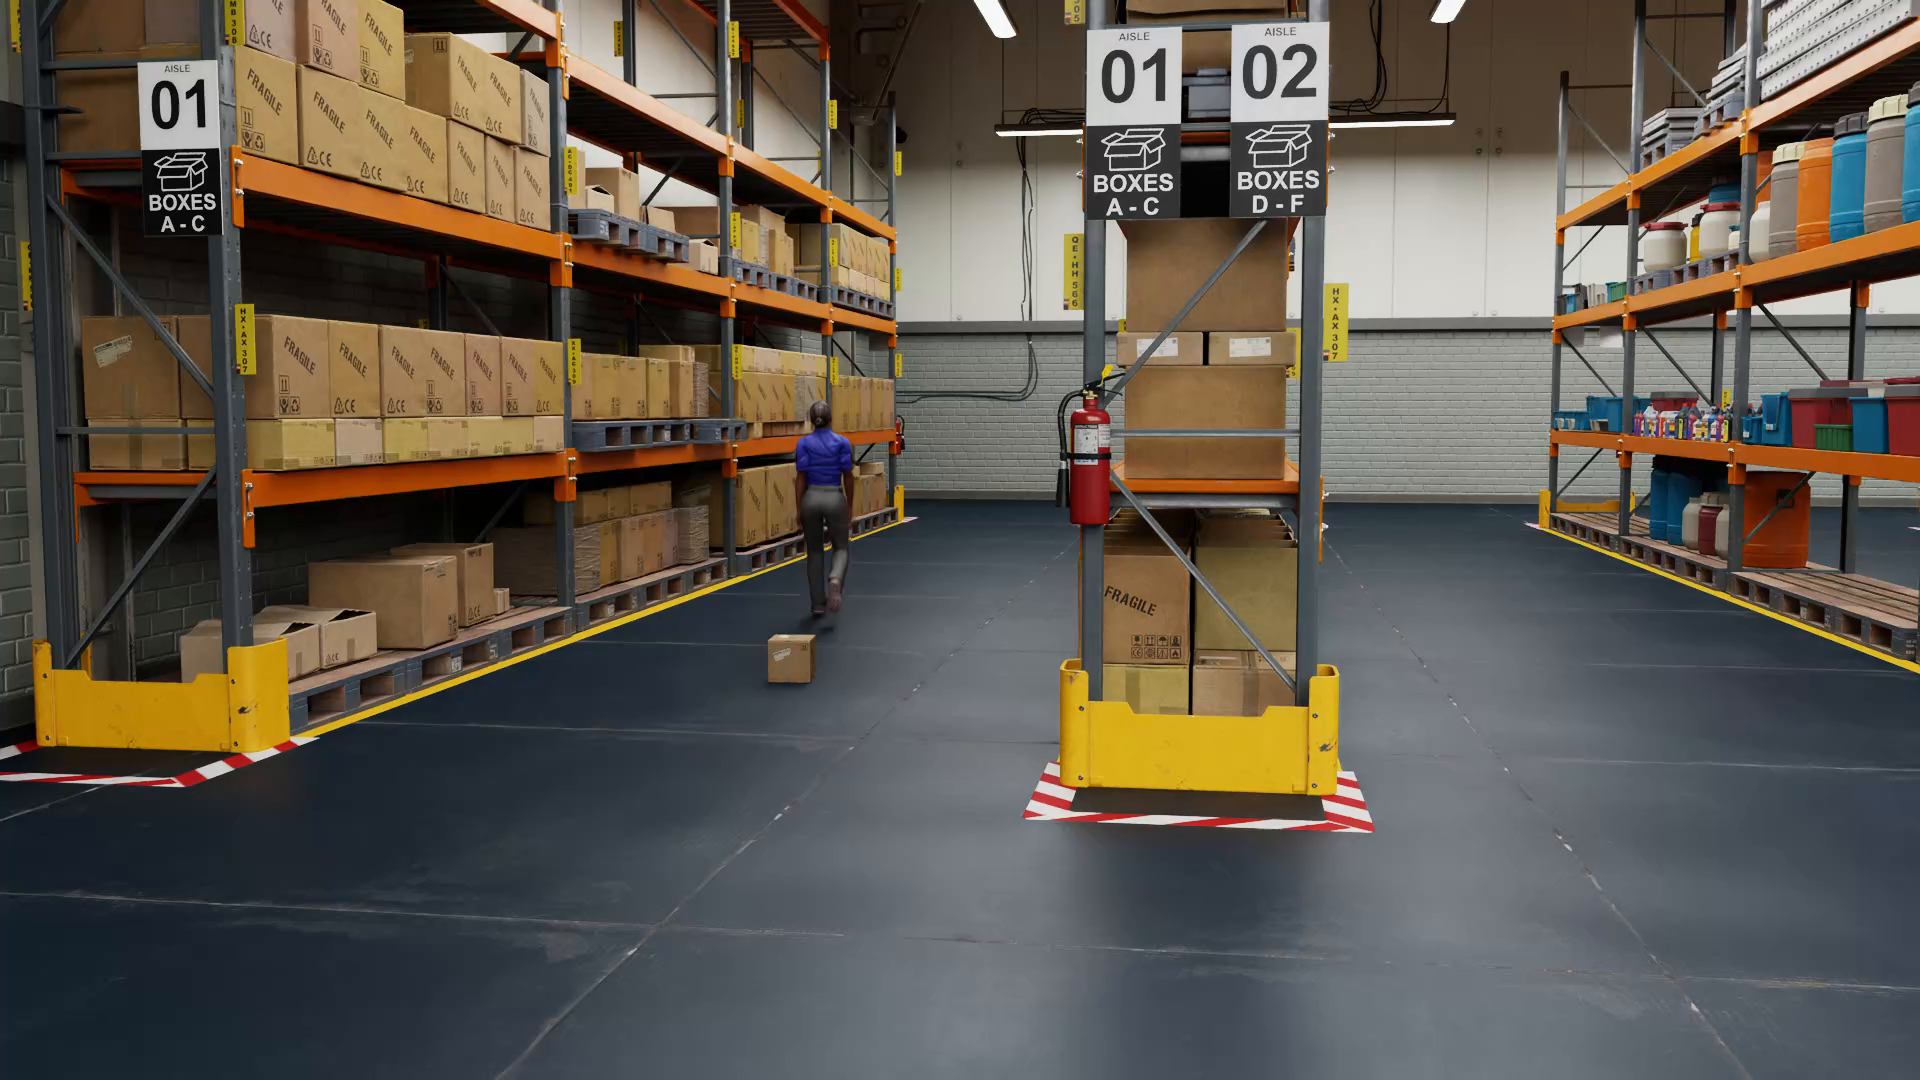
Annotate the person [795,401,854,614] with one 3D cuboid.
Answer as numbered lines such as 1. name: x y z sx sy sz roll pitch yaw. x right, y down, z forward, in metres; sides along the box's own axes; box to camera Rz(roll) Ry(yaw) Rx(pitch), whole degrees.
1. person: -1.032 -0.240 12.692 0.447 1.638 0.604 0 5 -3
